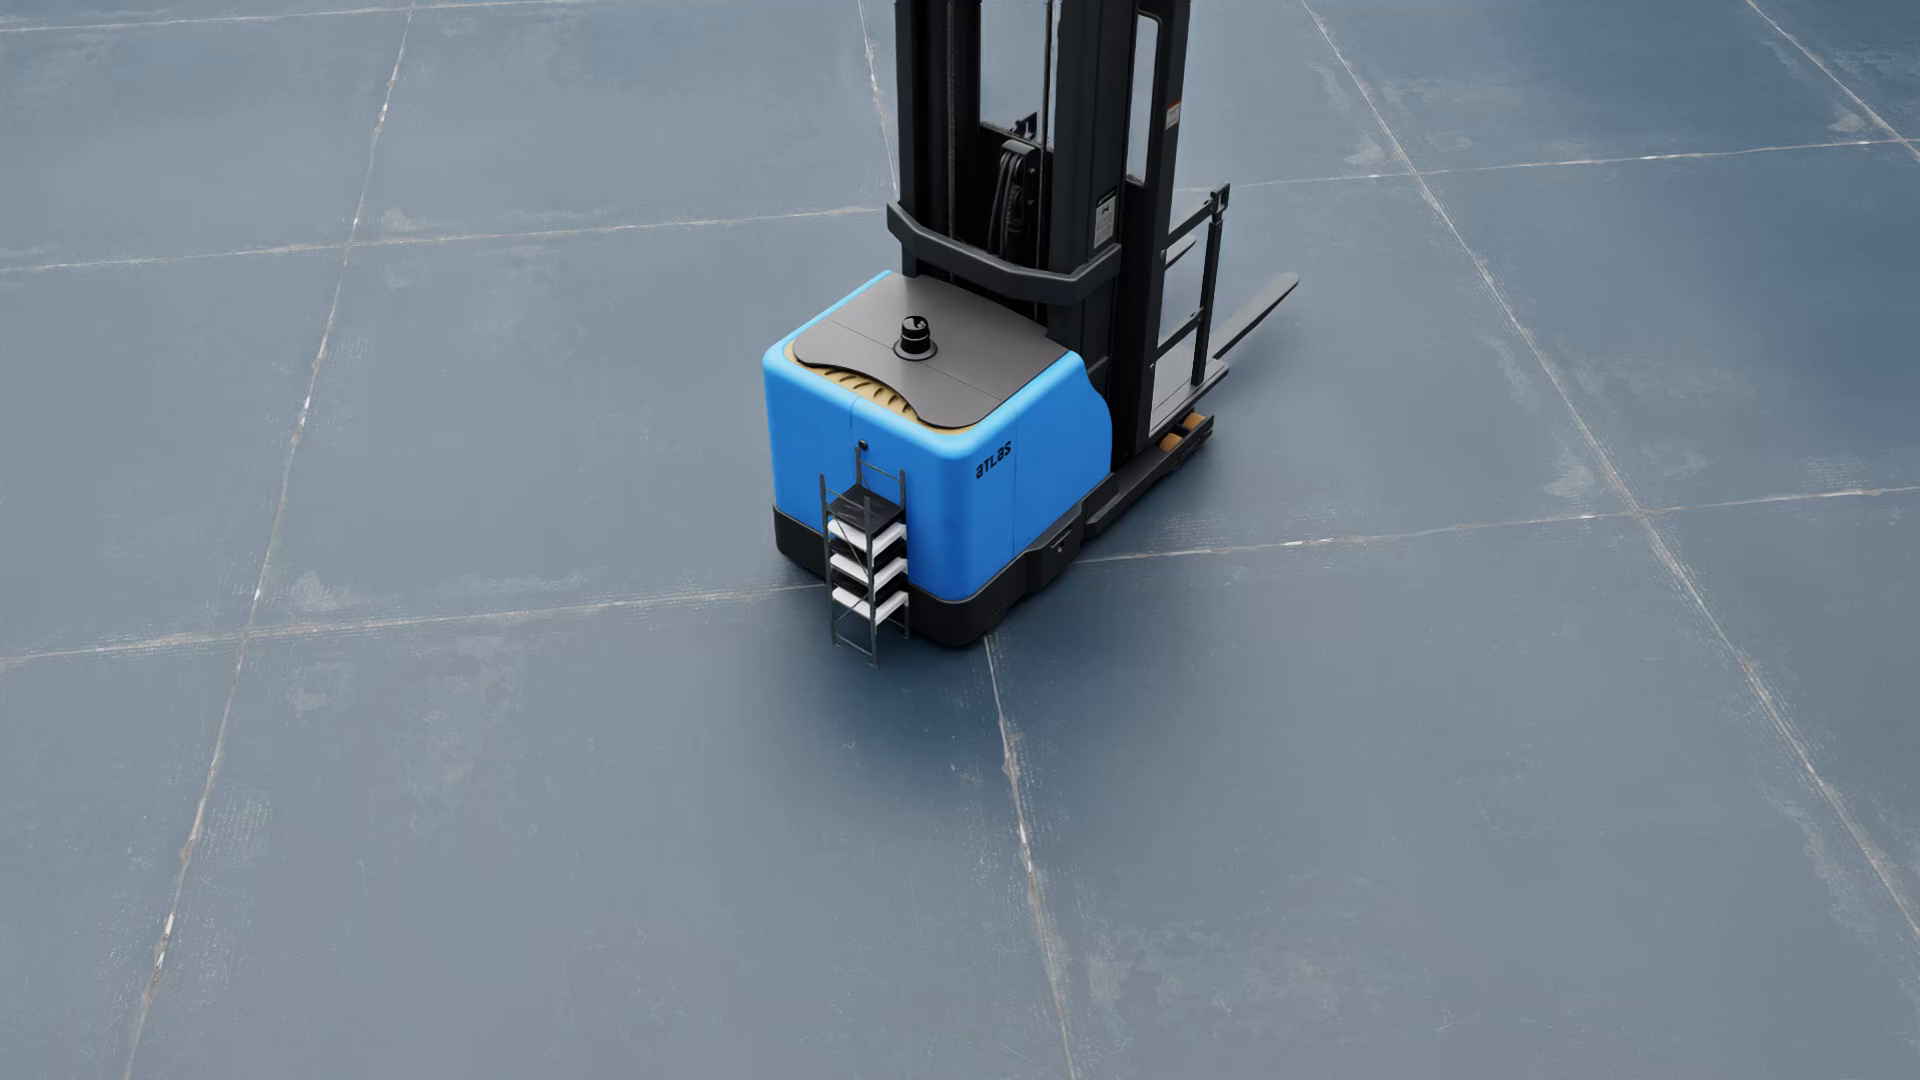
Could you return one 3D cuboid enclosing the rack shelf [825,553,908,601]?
[{"bbox_3d":[-0.365,0.105,6.511,0.258,0.077,0.200,28,49,27],"label":"rack shelf"}]

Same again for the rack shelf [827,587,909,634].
[{"bbox_3d":[-0.365,0.239,6.632,0.258,0.077,0.200,28,49,27],"label":"rack shelf"}]

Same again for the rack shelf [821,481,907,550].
[{"bbox_3d":[-0.365,-0.095,6.330,0.258,0.077,0.200,28,49,27],"label":"rack shelf"}]

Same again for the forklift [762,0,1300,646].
[{"bbox_3d":[0.518,-1.594,6.829,1.130,2.935,3.031,28,49,27],"label":"forklift"}]

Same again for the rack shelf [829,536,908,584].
[{"bbox_3d":[-0.365,0.039,6.451,0.258,0.077,0.200,28,49,27],"label":"rack shelf"}]

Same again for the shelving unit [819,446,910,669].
[{"bbox_3d":[-0.365,0.081,6.489,0.258,0.900,0.210,28,49,27],"label":"shelving unit"}]

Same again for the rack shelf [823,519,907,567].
[{"bbox_3d":[-0.365,-0.028,6.390,0.258,0.077,0.200,28,49,27],"label":"rack shelf"}]

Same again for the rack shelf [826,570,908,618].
[{"bbox_3d":[-0.365,0.172,6.571,0.258,0.077,0.200,28,49,27],"label":"rack shelf"}]

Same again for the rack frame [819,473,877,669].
[{"bbox_3d":[-0.428,0.134,6.429,0.240,0.900,0.006,28,49,27],"label":"rack frame"}]

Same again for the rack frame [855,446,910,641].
[{"bbox_3d":[-0.302,0.027,6.548,0.240,0.900,0.006,28,49,27],"label":"rack frame"}]
